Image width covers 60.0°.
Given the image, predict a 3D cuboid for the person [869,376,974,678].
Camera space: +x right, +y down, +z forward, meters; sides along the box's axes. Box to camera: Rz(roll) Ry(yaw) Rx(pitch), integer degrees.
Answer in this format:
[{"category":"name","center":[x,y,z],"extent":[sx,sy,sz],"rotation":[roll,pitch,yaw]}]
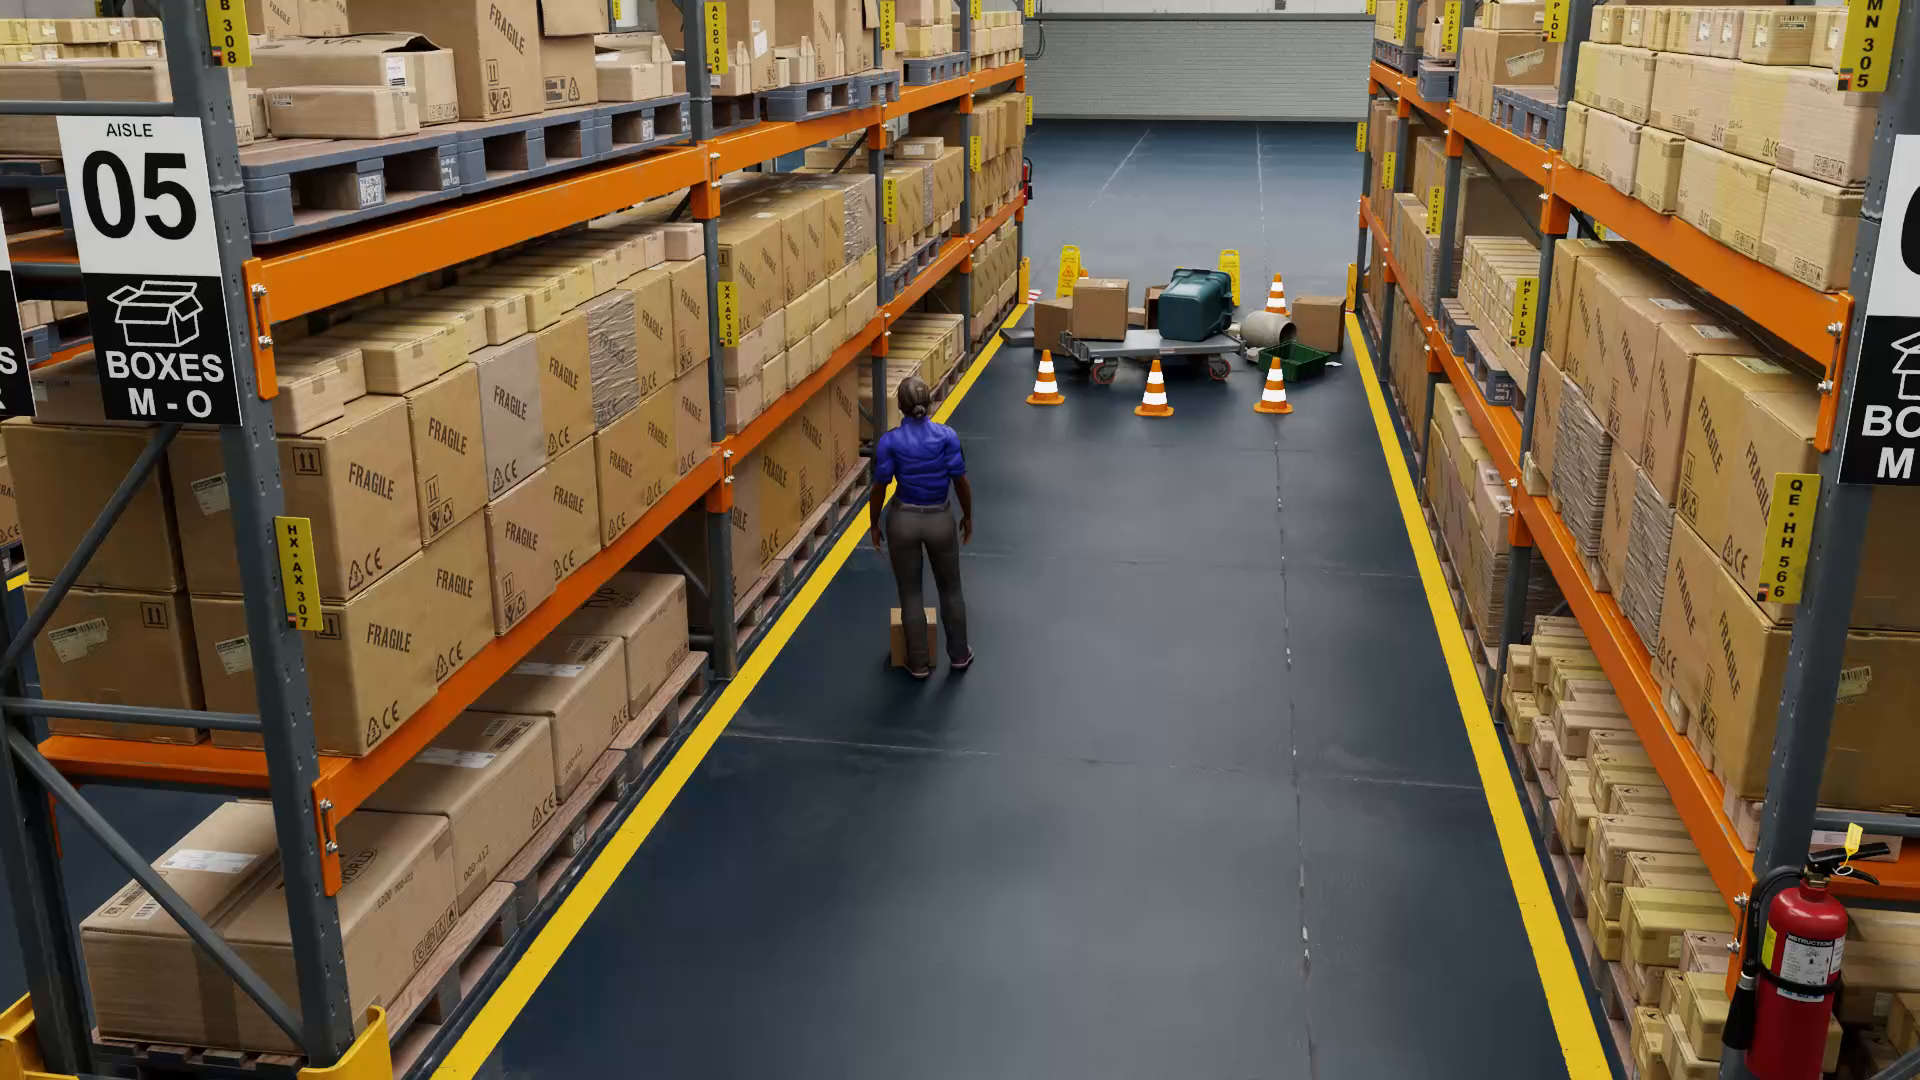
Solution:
[{"category":"person","center":[-0.195,-0.082,8.789],"extent":[0.570,1.654,0.504],"rotation":[-1,18,-4]}]
